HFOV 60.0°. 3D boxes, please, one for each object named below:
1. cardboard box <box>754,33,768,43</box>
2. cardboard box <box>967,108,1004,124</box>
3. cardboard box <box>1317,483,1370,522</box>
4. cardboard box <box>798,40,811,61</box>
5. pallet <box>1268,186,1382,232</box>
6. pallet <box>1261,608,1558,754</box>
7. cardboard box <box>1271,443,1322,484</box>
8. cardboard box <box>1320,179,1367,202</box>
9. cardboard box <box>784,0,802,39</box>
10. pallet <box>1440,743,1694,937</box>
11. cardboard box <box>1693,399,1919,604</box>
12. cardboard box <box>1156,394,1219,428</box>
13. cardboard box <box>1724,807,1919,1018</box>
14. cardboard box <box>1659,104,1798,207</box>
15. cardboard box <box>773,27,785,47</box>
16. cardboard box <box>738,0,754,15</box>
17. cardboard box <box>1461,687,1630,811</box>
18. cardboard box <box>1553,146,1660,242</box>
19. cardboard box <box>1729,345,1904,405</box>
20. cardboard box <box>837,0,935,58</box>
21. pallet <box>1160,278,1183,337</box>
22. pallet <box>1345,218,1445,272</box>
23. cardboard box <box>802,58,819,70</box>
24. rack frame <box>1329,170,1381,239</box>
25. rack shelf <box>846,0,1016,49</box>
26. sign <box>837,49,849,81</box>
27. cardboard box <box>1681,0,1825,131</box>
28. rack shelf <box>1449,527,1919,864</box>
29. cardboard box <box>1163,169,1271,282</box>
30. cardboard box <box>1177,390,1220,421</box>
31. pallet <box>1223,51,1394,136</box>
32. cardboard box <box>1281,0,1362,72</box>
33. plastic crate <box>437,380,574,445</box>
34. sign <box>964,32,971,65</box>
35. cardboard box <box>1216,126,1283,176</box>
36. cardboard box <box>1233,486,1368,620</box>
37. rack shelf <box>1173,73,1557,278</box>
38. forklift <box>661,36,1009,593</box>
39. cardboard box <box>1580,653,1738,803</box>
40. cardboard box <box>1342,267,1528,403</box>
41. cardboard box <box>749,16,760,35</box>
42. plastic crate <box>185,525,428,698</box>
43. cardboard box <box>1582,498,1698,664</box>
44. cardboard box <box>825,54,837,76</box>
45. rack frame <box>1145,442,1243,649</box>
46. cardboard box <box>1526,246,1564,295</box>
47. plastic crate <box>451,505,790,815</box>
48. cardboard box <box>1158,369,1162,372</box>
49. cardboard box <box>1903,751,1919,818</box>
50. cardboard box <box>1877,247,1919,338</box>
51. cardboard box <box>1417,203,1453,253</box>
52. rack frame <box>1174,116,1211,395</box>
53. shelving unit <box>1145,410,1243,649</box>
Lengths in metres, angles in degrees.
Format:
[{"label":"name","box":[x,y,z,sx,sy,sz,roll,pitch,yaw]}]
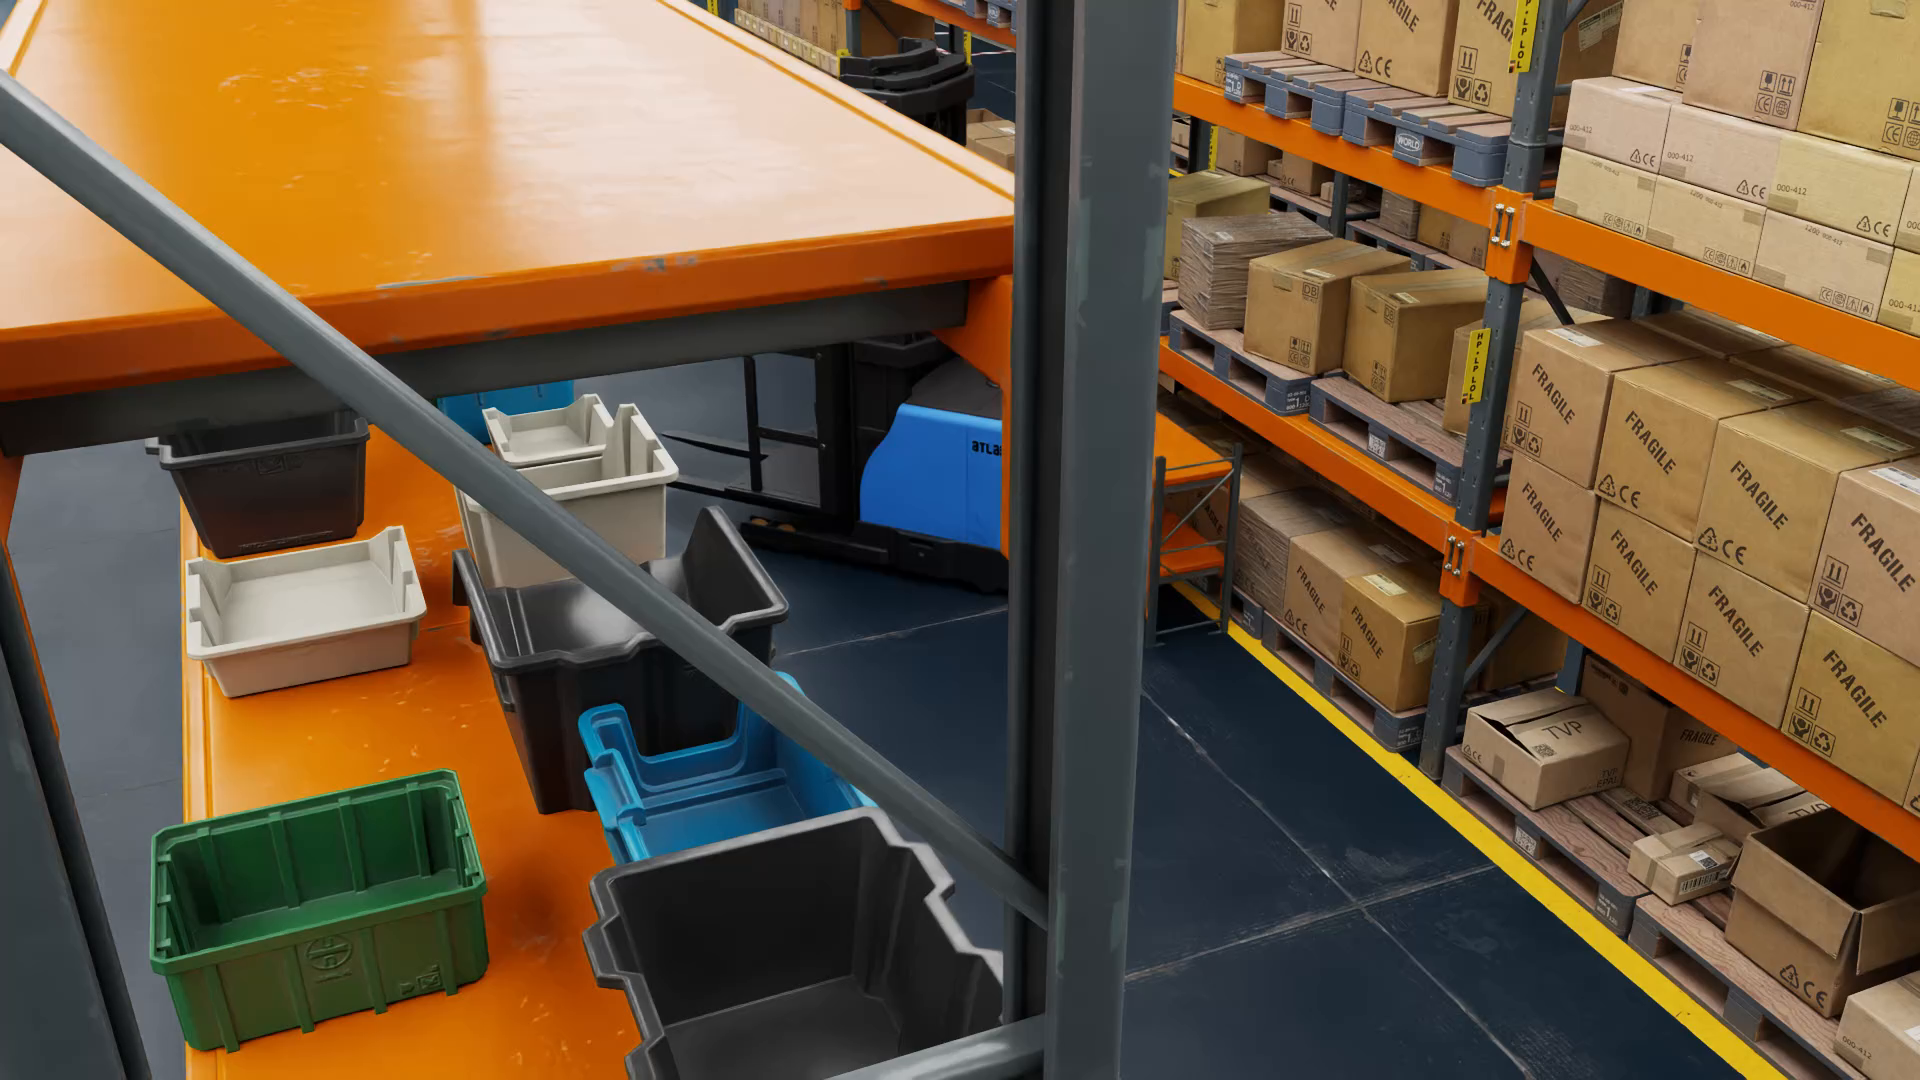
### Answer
[{"label":"cardboard box","box":[-1.635,-4.794,16.536,0.700,0.500,0.500,-10,28,-19]},{"label":"cardboard box","box":[0.042,-3.056,12.976,0.500,0.500,0.500,-9,27,-17]},{"label":"cardboard box","box":[2.310,-0.035,9.250,0.500,0.500,0.500,-10,28,-20]},{"label":"cardboard box","box":[-1.250,-4.459,15.110,0.380,0.149,0.250,-10,28,-19]},{"label":"pallet","box":[3.811,-3.401,16.975,1.003,0.211,1.213,-11,28,-21]},{"label":"pallet","box":[2.330,0.625,8.730,1.003,0.211,1.213,-11,28,-21]},{"label":"cardboard box","box":[2.129,-0.561,9.474,0.500,0.250,0.500,-11,28,-22]},{"label":"cardboard box","box":[3.869,-3.524,16.777,0.380,0.166,0.250,-15,30,-27]},{"label":"cardboard box","box":[-1.219,-4.950,15.377,0.700,0.500,0.500,-11,28,-21]},{"label":"pallet","box":[2.951,1.224,7.503,1.003,0.211,1.213,-11,28,-21]},{"label":"cardboard box","box":[3.012,-0.147,5.878,0.500,0.500,0.500,-11,28,-22]},{"label":"cardboard box","box":[1.242,-0.553,10.311,0.500,0.500,0.500,-12,28,-22]},{"label":"cardboard box","box":[3.423,1.375,6.359,0.797,0.503,0.637,-11,28,-21]},{"label":"cardboard box","box":[2.842,-1.371,5.822,0.500,0.250,0.500,-11,28,-21]},{"label":"cardboard box","box":[-1.555,-4.773,15.753,0.380,0.149,0.250,-11,28,-21]},{"label":"cardboard box","box":[-1.825,-5.567,16.641,0.700,0.500,0.500,-10,28,-20]},{"label":"cardboard box","box":[2.648,0.910,7.530,0.500,0.311,0.500,-11,28,-21]},{"label":"cardboard box","box":[2.646,-1.348,6.345,0.500,0.250,0.500,-11,28,-21]},{"label":"cardboard box","box":[3.322,-0.435,6.468,0.500,0.500,0.500,-11,28,-22]},{"label":"cardboard box","box":[-0.630,-4.342,14.132,0.700,0.500,0.500,-10,28,-20]},{"label":"pallet","box":[1.446,-1.574,10.273,1.213,0.211,1.003,-11,28,-21]},{"label":"pallet","box":[4.413,-2.822,15.789,1.003,0.211,1.213,-11,28,-21]},{"label":"cardboard box","box":[-1.035,-4.174,15.267,0.700,0.500,0.500,-10,28,-20]},{"label":"rack frame","box":[4.107,-4.389,15.820,1.000,3.000,0.127,-11,28,-21]},{"label":"rack shelf","box":[0.333,-3.754,11.920,1.077,0.370,4.000,-11,28,-21]},{"label":"sign","box":[-0.960,-3.865,13.670,0.100,0.325,0.005,-11,28,-21]},{"label":"cardboard box","box":[2.974,-1.733,5.708,0.700,0.500,0.500,-11,28,-21]},{"label":"rack shelf","box":[3.466,0.824,5.963,1.077,0.370,4.000,-11,28,-21]},{"label":"cardboard box","box":[1.467,-1.920,10.172,0.700,0.500,0.500,-22,34,-37]},{"label":"cardboard box","box":[1.699,-0.659,10.528,0.500,0.500,0.500,-9,28,-19]},{"label":"pallet","box":[2.083,-2.264,8.263,1.213,0.211,1.003,-11,28,-21]},{"label":"cardboard box","box":[2.029,-2.687,8.210,0.600,0.600,0.600,-12,28,-23]},{"label":"plastic crate","box":[-1.226,-0.417,4.457,0.416,0.233,0.300,-11,28,-21]},{"label":"sign","box":[0.045,-4.118,14.036,0.100,0.325,0.005,-11,28,-21]},{"label":"cardboard box","box":[3.193,-4.249,17.880,0.700,0.500,0.500,-12,29,-24]},{"label":"cardboard box","box":[1.844,0.065,9.045,0.500,0.500,0.500,-10,28,-20]},{"label":"rack shelf","box":[1.900,-2.139,8.613,1.077,0.370,4.000,-11,28,-21]},{"label":"forklift","box":[-0.774,-1.439,9.857,3.031,2.935,1.130,12,28,23]},{"label":"cardboard box","box":[3.167,0.800,7.540,0.500,0.500,0.500,-11,28,-21]},{"label":"cardboard box","box":[2.376,-1.037,8.362,0.700,0.500,0.500,-6,27,-12]},{"label":"cardboard box","box":[-1.859,-5.085,16.393,0.380,0.149,0.250,-10,28,-20]},{"label":"plastic crate","box":[-1.347,0.137,3.433,0.437,0.136,0.530,-11,28,-21]},{"label":"cardboard box","box":[2.835,0.107,6.498,0.500,0.500,0.500,-10,28,-20]},{"label":"cardboard box","box":[-0.954,-4.151,14.480,0.380,0.149,0.250,-11,28,-22]},{"label":"rack frame","box":[1.248,0.040,8.885,0.500,1.125,0.032,-10,28,-20]},{"label":"cardboard box","box":[5.248,-2.358,14.009,0.700,0.500,0.500,-11,28,-21]},{"label":"plastic crate","box":[-0.655,0.174,3.127,0.504,0.338,0.767,-11,28,-21]},{"label":"cardboard box","box":[1.182,-1.389,11.691,0.500,0.311,0.500,-10,28,-19]},{"label":"cardboard box","box":[3.427,0.718,5.247,0.500,0.500,0.500,-10,28,-20]},{"label":"cardboard box","box":[3.231,-0.742,5.104,0.500,0.250,0.500,-11,28,-21]},{"label":"cardboard box","box":[4.659,-2.969,15.260,0.700,0.500,0.500,-11,28,-22]},{"label":"rack frame","box":[1.116,-1.922,10.767,1.000,3.000,0.127,-11,28,-21]},{"label":"shelving unit","box":[1.055,-0.166,9.307,0.538,1.125,1.048,-10,28,-20]}]
